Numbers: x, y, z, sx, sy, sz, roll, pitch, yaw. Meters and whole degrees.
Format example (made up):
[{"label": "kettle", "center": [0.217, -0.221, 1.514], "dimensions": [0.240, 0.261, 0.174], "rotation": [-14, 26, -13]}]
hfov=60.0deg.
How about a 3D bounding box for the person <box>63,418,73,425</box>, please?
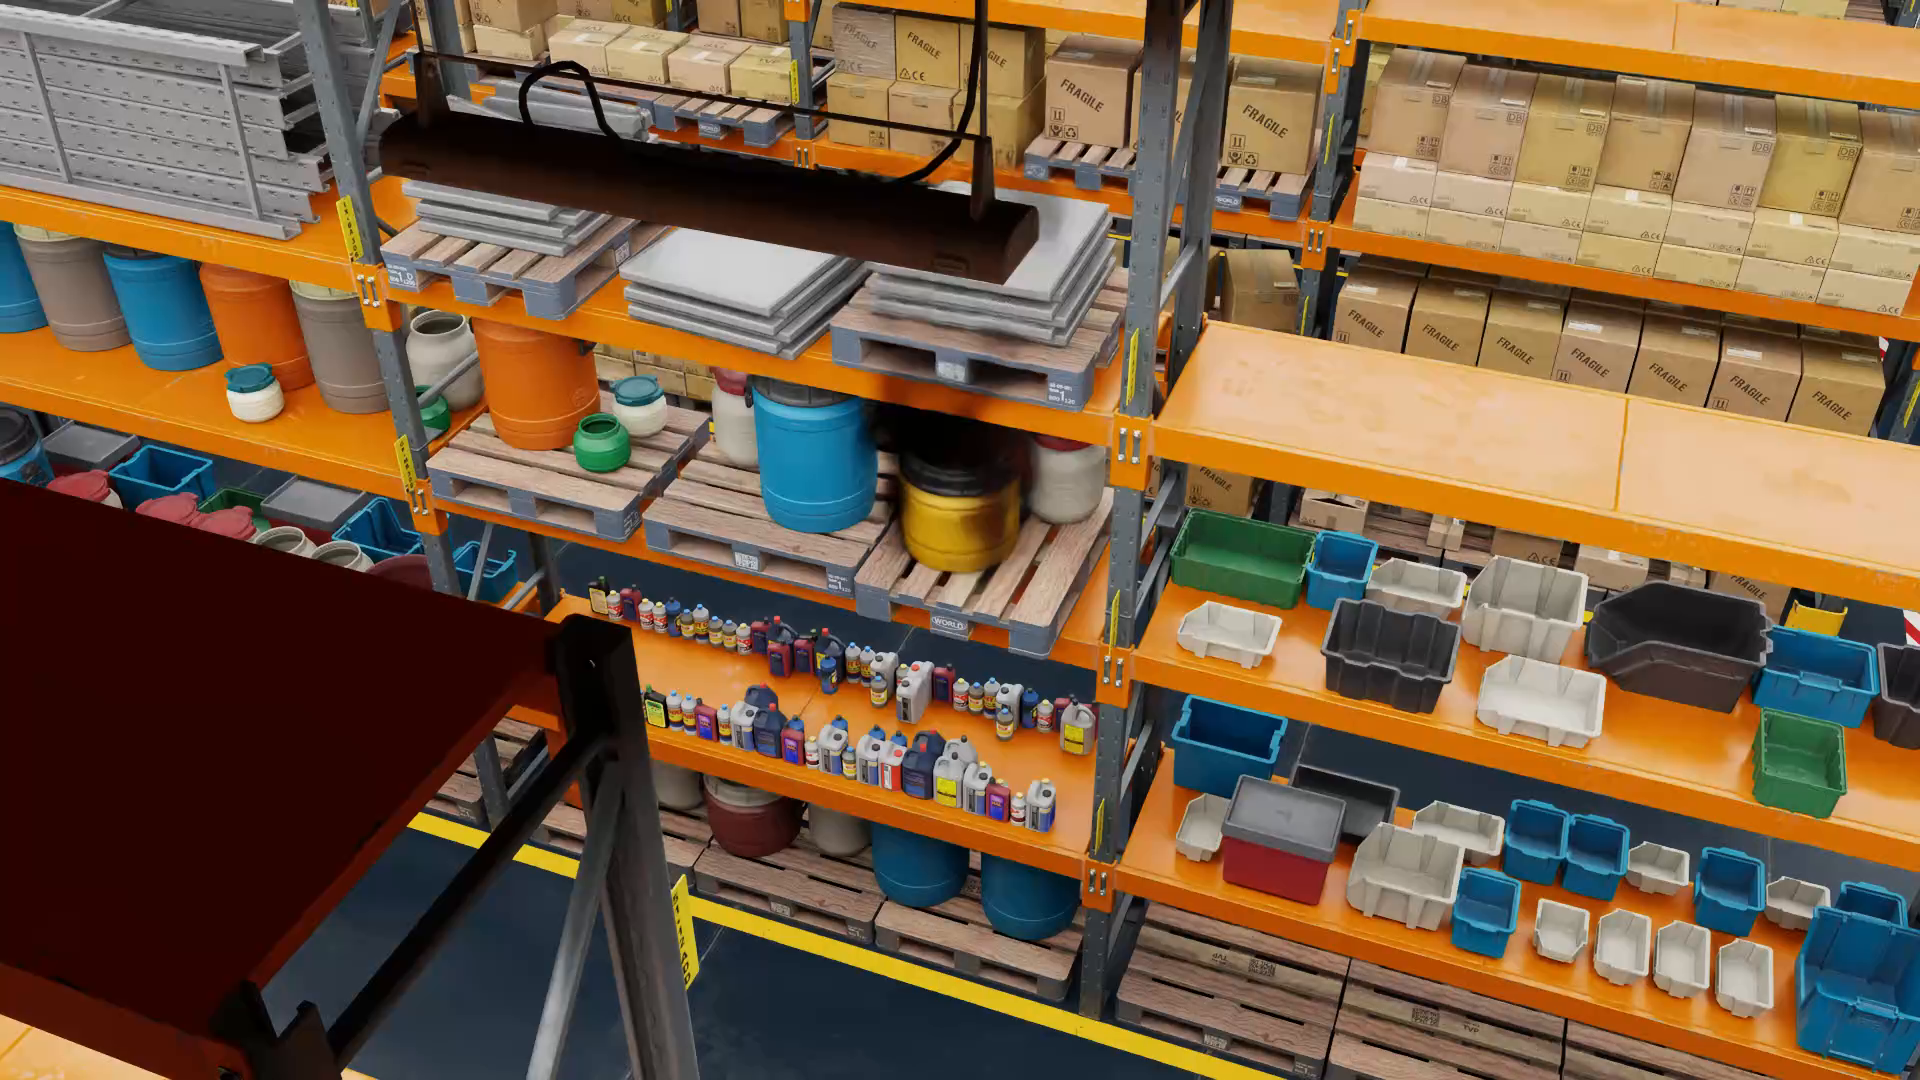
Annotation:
[{"label": "person", "center": [-7.009, -0.987, 13.440], "dimensions": [0.661, 1.592, 0.586], "rotation": [8, 37, 11]}]
